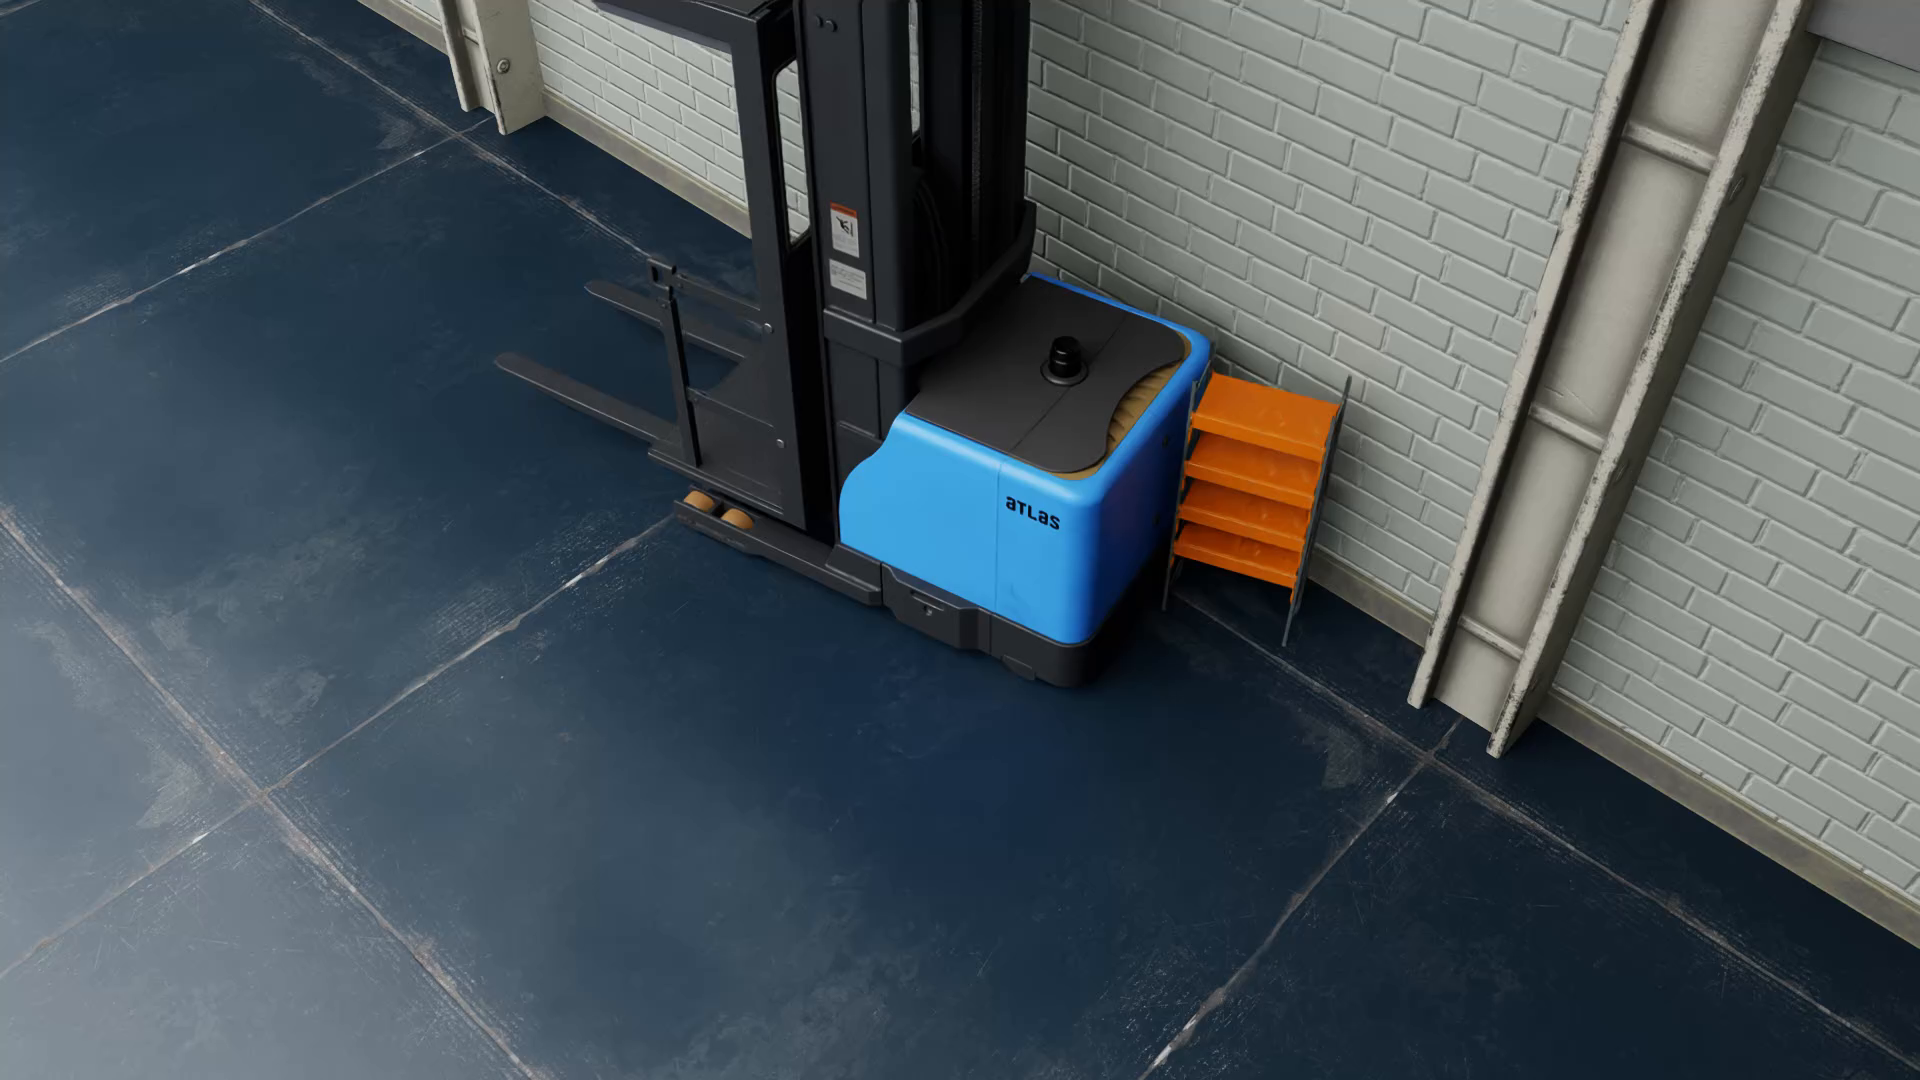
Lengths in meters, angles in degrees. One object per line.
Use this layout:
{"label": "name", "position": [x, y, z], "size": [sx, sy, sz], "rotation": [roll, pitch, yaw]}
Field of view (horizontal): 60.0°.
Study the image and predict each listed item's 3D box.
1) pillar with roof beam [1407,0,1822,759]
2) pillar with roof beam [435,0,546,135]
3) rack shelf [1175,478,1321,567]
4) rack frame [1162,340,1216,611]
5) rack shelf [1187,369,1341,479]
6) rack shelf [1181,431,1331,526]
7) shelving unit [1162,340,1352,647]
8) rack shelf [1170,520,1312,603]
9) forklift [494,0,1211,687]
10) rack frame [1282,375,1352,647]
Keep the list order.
{"label": "pillar with roof beam", "position": [-0.983, -0.148, 0.825], "size": [0.400, 9.000, 9.100], "rotation": [34, 55, 28]}
{"label": "pillar with roof beam", "position": [-5.392, -3.115, 3.611], "size": [0.400, 9.000, 9.100], "rotation": [34, 55, 28]}
{"label": "rack shelf", "position": [1.078, -0.099, 6.220], "size": [0.480, 0.148, 0.258], "rotation": [17, 49, 15]}
{"label": "rack frame", "position": [0.852, -0.212, 6.235], "size": [0.015, 1.200, 0.240], "rotation": [17, 49, 15]}
{"label": "rack shelf", "position": [1.078, -0.414, 5.885], "size": [0.480, 0.148, 0.258], "rotation": [17, 49, 15]}
{"label": "rack shelf", "position": [1.078, -0.252, 6.057], "size": [0.480, 0.148, 0.258], "rotation": [17, 49, 15]}
{"label": "shelving unit", "position": [1.078, -0.145, 6.171], "size": [0.503, 1.200, 0.258], "rotation": [17, 49, 15]}
{"label": "rack shelf", "position": [1.078, 0.037, 6.365], "size": [0.480, 0.148, 0.258], "rotation": [17, 49, 15]}
{"label": "forklift", "position": [-0.581, -1.271, 6.042], "size": [3.031, 2.935, 1.130], "rotation": [24, 51, 21]}
{"label": "rack frame", "position": [1.304, -0.077, 6.108], "size": [0.015, 1.200, 0.240], "rotation": [17, 49, 15]}
